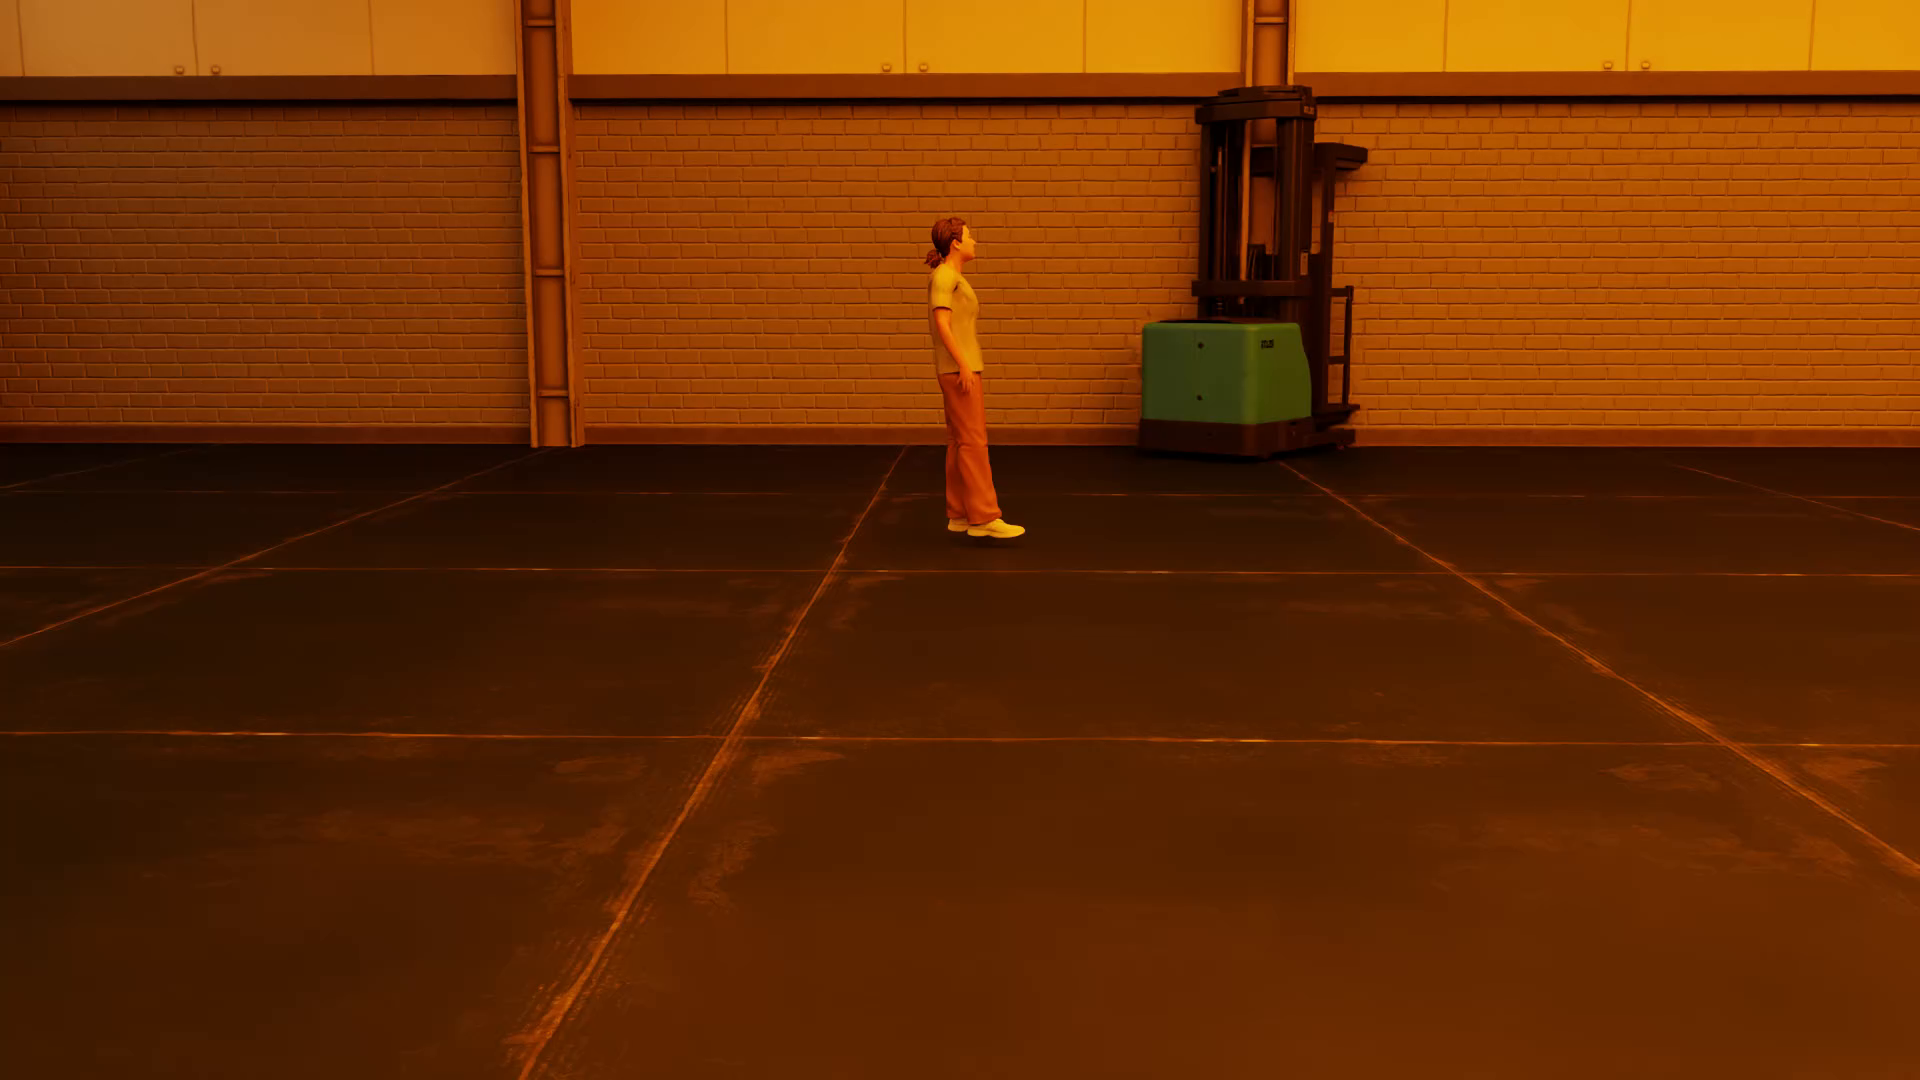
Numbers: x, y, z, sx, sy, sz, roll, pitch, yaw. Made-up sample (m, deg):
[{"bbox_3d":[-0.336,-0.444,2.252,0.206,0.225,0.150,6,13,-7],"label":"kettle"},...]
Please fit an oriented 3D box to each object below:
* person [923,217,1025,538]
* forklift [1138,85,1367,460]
[{"bbox_3d":[0.074,-0.873,8.855,0.547,1.673,0.553,0,9,1],"label":"person"},{"bbox_3d":[2.711,-2.247,14.011,1.130,2.935,3.031,6,11,36],"label":"forklift"}]
